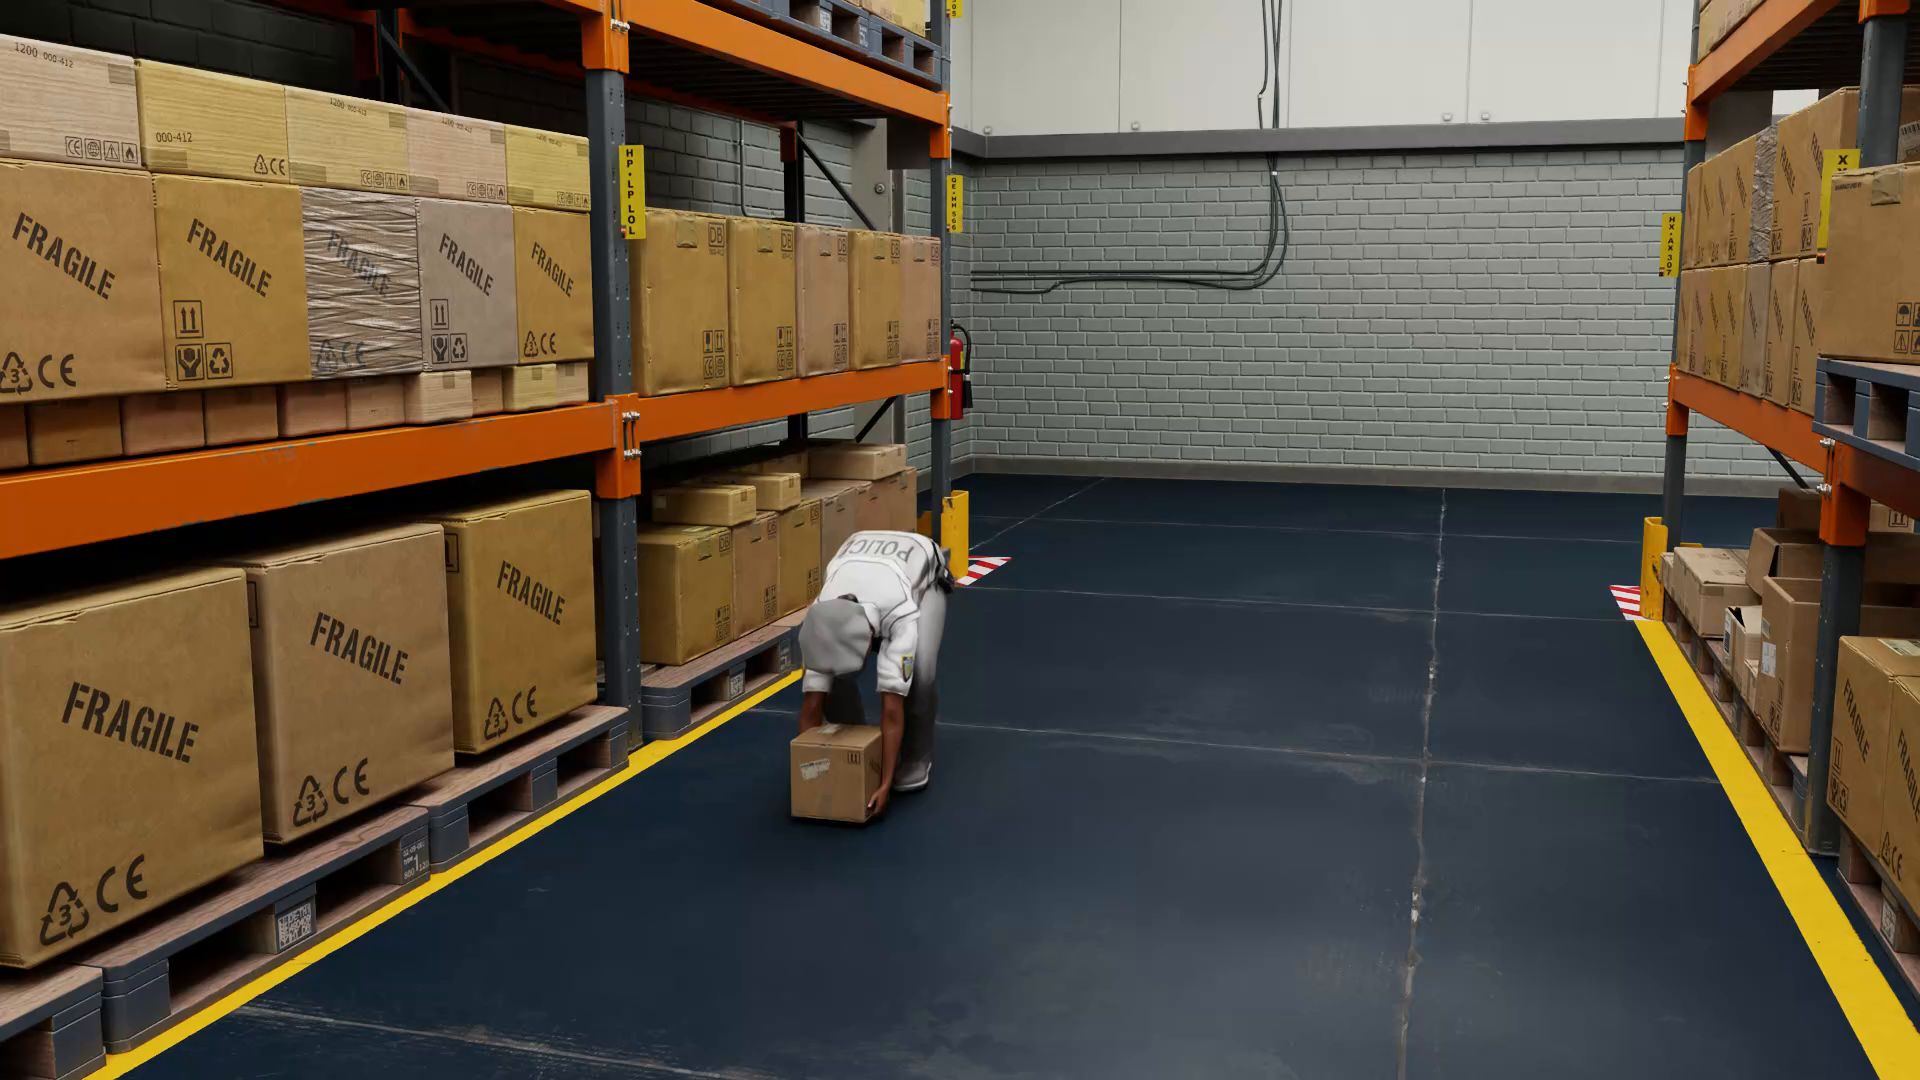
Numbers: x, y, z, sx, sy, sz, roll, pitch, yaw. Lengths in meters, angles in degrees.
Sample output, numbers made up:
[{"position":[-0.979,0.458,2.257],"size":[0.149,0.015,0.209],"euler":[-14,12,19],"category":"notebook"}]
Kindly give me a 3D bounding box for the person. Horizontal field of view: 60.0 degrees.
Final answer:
[{"position":[-0.297,0.432,5.644],"size":[0.449,0.868,0.888],"euler":[2,9,13],"category":"person"}]
